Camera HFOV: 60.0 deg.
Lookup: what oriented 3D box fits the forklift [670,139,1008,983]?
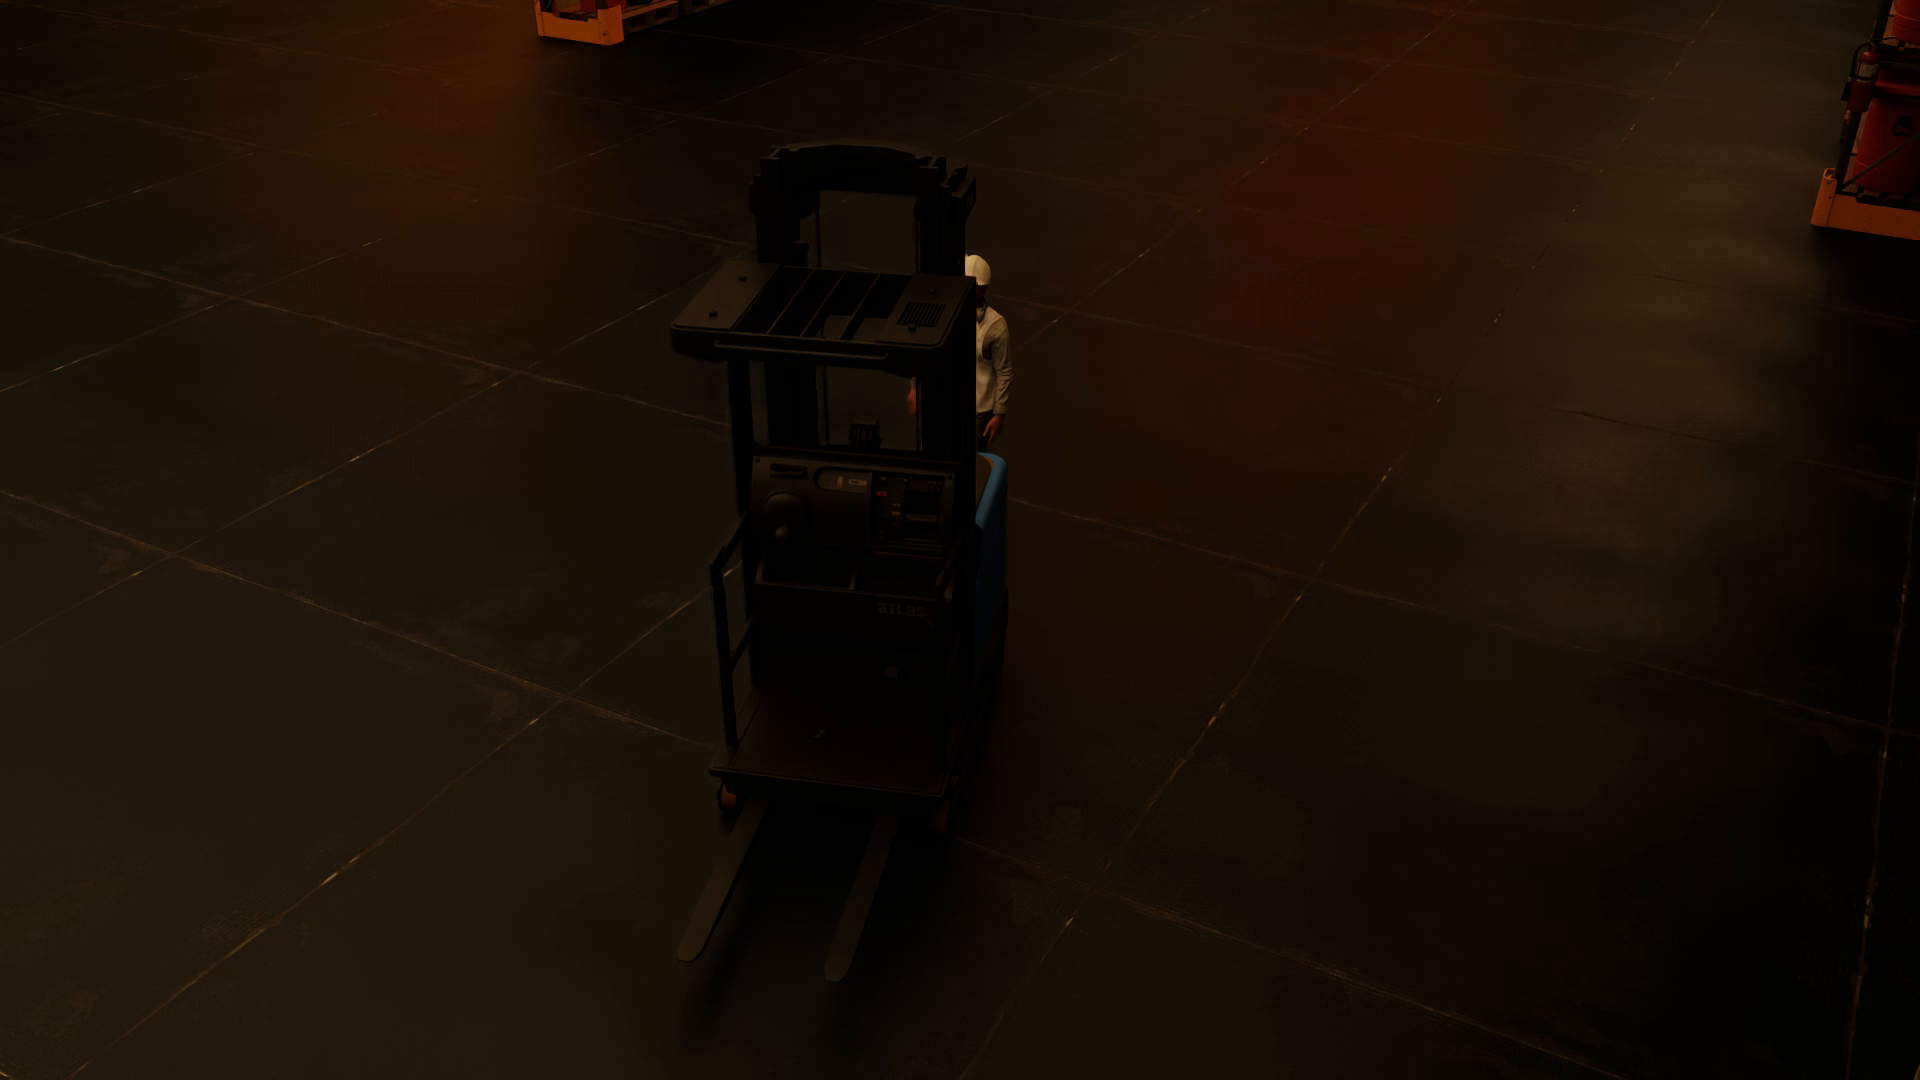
[{"bbox_3d":[-0.519,-0.110,7.261,1.130,2.935,3.031,5,30,9],"label":"forklift"}]

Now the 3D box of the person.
[{"bbox_3d":[-0.037,-0.750,9.512,0.633,1.774,0.568,15,33,25],"label":"person"}]
